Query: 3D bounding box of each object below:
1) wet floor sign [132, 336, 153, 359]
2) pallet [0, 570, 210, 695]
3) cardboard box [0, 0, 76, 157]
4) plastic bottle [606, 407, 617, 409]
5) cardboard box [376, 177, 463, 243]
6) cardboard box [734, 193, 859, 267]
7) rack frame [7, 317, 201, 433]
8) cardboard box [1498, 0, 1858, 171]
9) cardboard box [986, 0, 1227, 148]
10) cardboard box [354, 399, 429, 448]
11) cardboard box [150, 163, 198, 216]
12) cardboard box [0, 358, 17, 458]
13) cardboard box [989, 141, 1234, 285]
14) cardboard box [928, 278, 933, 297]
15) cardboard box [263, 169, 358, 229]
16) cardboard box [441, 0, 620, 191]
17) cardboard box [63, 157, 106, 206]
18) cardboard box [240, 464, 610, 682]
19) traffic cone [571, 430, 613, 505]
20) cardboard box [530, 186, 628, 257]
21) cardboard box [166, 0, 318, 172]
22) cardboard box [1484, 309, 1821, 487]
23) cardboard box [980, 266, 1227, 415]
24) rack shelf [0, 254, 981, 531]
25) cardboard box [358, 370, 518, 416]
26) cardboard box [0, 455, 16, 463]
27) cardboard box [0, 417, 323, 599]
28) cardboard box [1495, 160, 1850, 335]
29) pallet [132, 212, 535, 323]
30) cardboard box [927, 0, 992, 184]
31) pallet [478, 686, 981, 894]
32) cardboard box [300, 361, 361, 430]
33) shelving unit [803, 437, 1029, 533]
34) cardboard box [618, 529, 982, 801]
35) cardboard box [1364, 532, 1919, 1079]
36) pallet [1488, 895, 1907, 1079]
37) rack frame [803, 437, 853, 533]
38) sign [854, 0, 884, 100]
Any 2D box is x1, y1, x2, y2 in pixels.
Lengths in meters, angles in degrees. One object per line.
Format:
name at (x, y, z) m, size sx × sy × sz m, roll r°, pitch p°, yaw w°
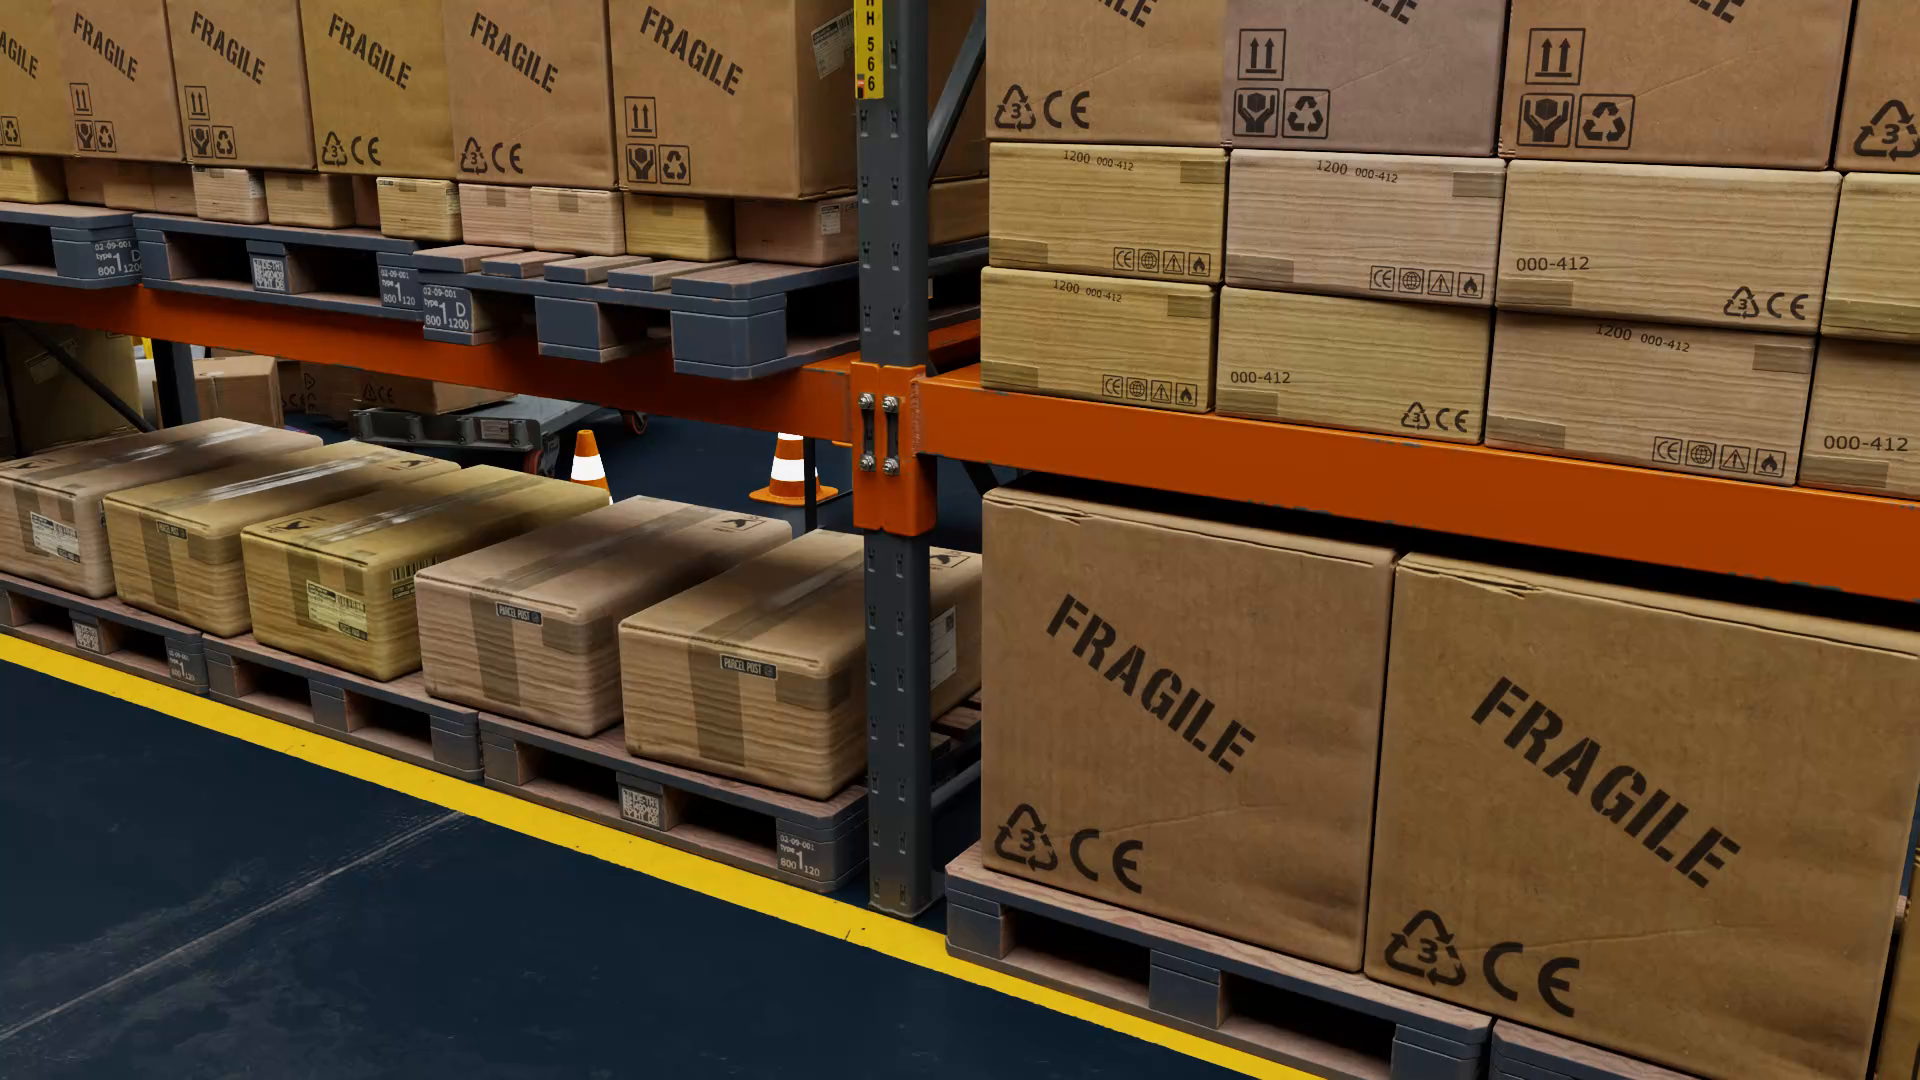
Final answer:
wet floor sign at (-5.278, -1.512, 10.749) m, size 0.232 × 0.644 × 0.267 m, roll 7°, pitch 18°, yaw 21°
pallet at (-2.649, 0.178, 5.934) m, size 1.213 × 0.211 × 1.003 m, roll 10°, pitch 20°, yaw 30°
cardboard box at (-2.636, -1.448, 5.079) m, size 0.500 × 0.500 × 0.500 m, roll 10°, pitch 20°, yaw 30°
plastic bottle at (-1.834, -0.778, 9.338) m, size 0.283 × 0.061 × 0.133 m, roll 0°, pitch 17°, yaw 1°
cardboard box at (-1.263, -0.867, 4.286) m, size 0.250 × 0.149 × 0.380 m, roll 11°, pitch 20°, yaw 31°
cardboard box at (-0.307, -0.739, 3.862) m, size 0.250 × 0.149 × 0.380 m, roll 11°, pitch 20°, yaw 32°
rack frame at (-3.313, -1.275, 5.917) m, size 0.127 × 3.000 × 1.000 m, roll 10°, pitch 20°, yaw 30°
cardboard box at (1.249, -0.901, 2.796) m, size 0.500 × 0.500 × 0.500 m, roll 11°, pitch 20°, yaw 32°
cardboard box at (0.388, -1.057, 3.308) m, size 0.500 × 0.500 × 0.500 m, roll 9°, pitch 19°, yaw 28°
cardboard box at (-2.884, -0.622, 8.472) m, size 0.396 × 0.266 × 0.258 m, roll -2°, pitch 17°, yaw -8°
cardboard box at (-2.110, -1.041, 4.858) m, size 0.250 × 0.149 × 0.380 m, roll 10°, pitch 20°, yaw 30°
cardboard box at (-3.957, -0.542, 6.224) m, size 0.500 × 0.500 × 0.500 m, roll 10°, pitch 19°, yaw 29°
cardboard box at (0.398, -0.696, 3.408) m, size 0.500 × 0.250 × 0.500 m, roll 10°, pitch 20°, yaw 30°
cardboard box at (-0.232, -1.568, 10.032) m, size 0.750 × 0.750 × 1.050 m, roll 10°, pitch 20°, yaw 30°
cardboard box at (-1.668, -0.955, 4.573) m, size 0.250 × 0.149 × 0.380 m, roll 9°, pitch 19°, yaw 28°
cardboard box at (-0.883, -1.134, 4.046) m, size 0.500 × 0.500 × 0.500 m, roll 10°, pitch 19°, yaw 29°
cardboard box at (-2.517, -1.129, 5.146) m, size 0.250 × 0.149 × 0.380 m, roll 12°, pitch 20°, yaw 34°
cardboard box at (-1.657, 0.075, 5.273) m, size 0.625 × 0.372 × 0.950 m, roll 11°, pitch 20°, yaw 32°
traffic cone at (-1.523, -0.219, 6.806) m, size 0.334 × 0.463 × 0.336 m, roll 10°, pitch 20°, yaw 30°
cardboard box at (-0.811, -0.789, 4.027) m, size 0.250 × 0.149 × 0.380 m, roll 10°, pitch 20°, yaw 30°
cardboard box at (-1.779, -1.293, 4.572) m, size 0.500 × 0.500 × 0.500 m, roll 9°, pitch 19°, yaw 28°
cardboard box at (1.272, -0.303, 2.975) m, size 0.500 × 0.250 × 0.500 m, roll 11°, pitch 20°, yaw 32°
cardboard box at (0.381, -0.458, 3.486) m, size 0.500 × 0.250 × 0.500 m, roll 10°, pitch 19°, yaw 29°
rack shelf at (-1.608, -0.626, 5.020) m, size 4.000 × 0.370 × 1.077 m, roll 10°, pitch 20°, yaw 30°
cardboard box at (-2.407, -0.886, 7.637) m, size 0.500 × 0.500 × 0.500 m, roll 10°, pitch 20°, yaw 30°
cardboard box at (-3.957, -0.183, 6.332) m, size 0.500 × 0.250 × 0.500 m, roll 11°, pitch 20°, yaw 33°
cardboard box at (-2.864, -0.139, 5.977) m, size 0.625 × 0.372 × 0.950 m, roll 10°, pitch 20°, yaw 31°
cardboard box at (1.256, -0.538, 2.889) m, size 0.500 × 0.250 × 0.500 m, roll 10°, pitch 20°, yaw 30°
pallet at (-1.612, -0.866, 4.900) m, size 1.213 × 0.211 × 1.003 m, roll 10°, pitch 20°, yaw 30°
cardboard box at (-0.167, -1.183, 4.209) m, size 0.500 × 0.500 × 0.500 m, roll 9°, pitch 19°, yaw 29°
pallet at (-0.569, 0.549, 4.712) m, size 1.213 × 0.211 × 1.003 m, roll 10°, pitch 20°, yaw 30°
cardboard box at (-3.098, -0.973, 8.986) m, size 0.503 × 0.637 × 0.797 m, roll 10°, pitch 20°, yaw 30°
shelving unit at (-0.073, -0.731, 6.706) m, size 1.048 × 1.500 × 0.538 m, roll 10°, pitch 20°, yaw 30°
cardboard box at (-0.380, 0.302, 4.526) m, size 0.625 × 0.372 × 0.950 m, roll 9°, pitch 19°, yaw 26°
cardboard box at (1.399, 0.412, 3.298) m, size 0.875 × 0.875 × 0.875 m, roll 10°, pitch 20°, yaw 31°
pallet at (1.764, 0.992, 3.251) m, size 1.213 × 0.211 × 1.003 m, roll 10°, pitch 20°, yaw 30°
rack frame at (-0.506, -0.808, 6.960) m, size 0.032 × 1.500 × 0.500 m, roll 10°, pitch 20°, yaw 30°
sign at (-0.180, -1.047, 3.310) m, size 0.005 × 0.325 × 0.100 m, roll 10°, pitch 20°, yaw 30°
